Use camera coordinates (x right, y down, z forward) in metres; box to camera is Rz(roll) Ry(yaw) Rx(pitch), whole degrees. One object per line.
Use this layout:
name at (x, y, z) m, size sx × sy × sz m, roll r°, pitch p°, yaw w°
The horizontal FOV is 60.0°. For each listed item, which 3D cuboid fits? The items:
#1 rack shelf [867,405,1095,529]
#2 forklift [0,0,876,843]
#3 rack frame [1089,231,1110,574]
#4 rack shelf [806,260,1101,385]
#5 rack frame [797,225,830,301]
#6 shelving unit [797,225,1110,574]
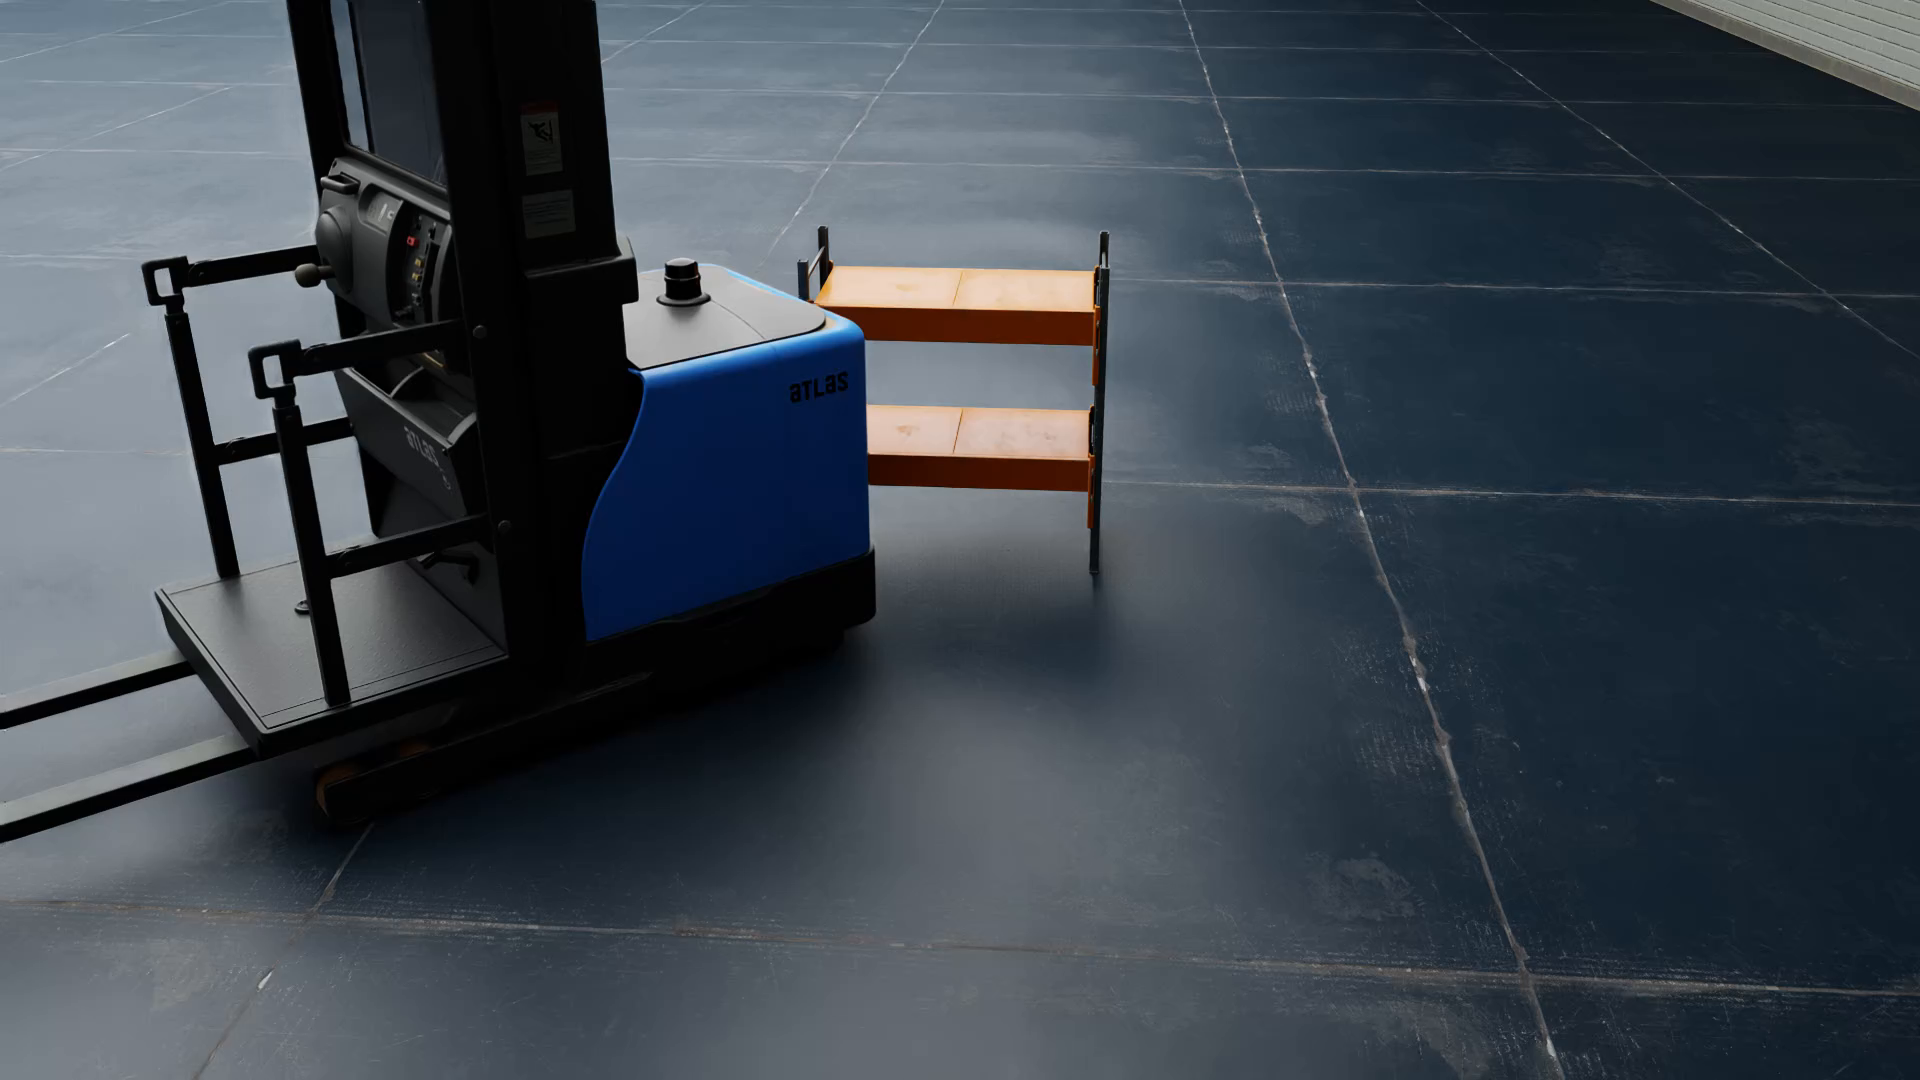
rack shelf at (-0.007, -0.289, 6.118) m, size 1.000 × 0.278 × 0.538 m, roll 2°, pitch 25°, yaw 4°
forklift at (-1.756, -0.803, 4.488) m, size 3.031 × 2.935 × 1.130 m, roll -18°, pitch 30°, yaw -34°
rack frame at (0.500, -0.495, 5.980) m, size 0.032 × 1.125 × 0.500 m, roll 2°, pitch 25°, yaw 4°
rack shelf at (-0.007, -0.777, 5.893) m, size 1.000 × 0.278 × 0.538 m, roll 2°, pitch 25°, yaw 4°
rack frame at (-0.514, -0.527, 6.051) m, size 0.032 × 1.125 × 0.500 m, roll 2°, pitch 25°, yaw 4°
shelving unit at (-0.007, -0.511, 6.015) m, size 1.048 × 1.125 × 0.538 m, roll 2°, pitch 25°, yaw 4°
